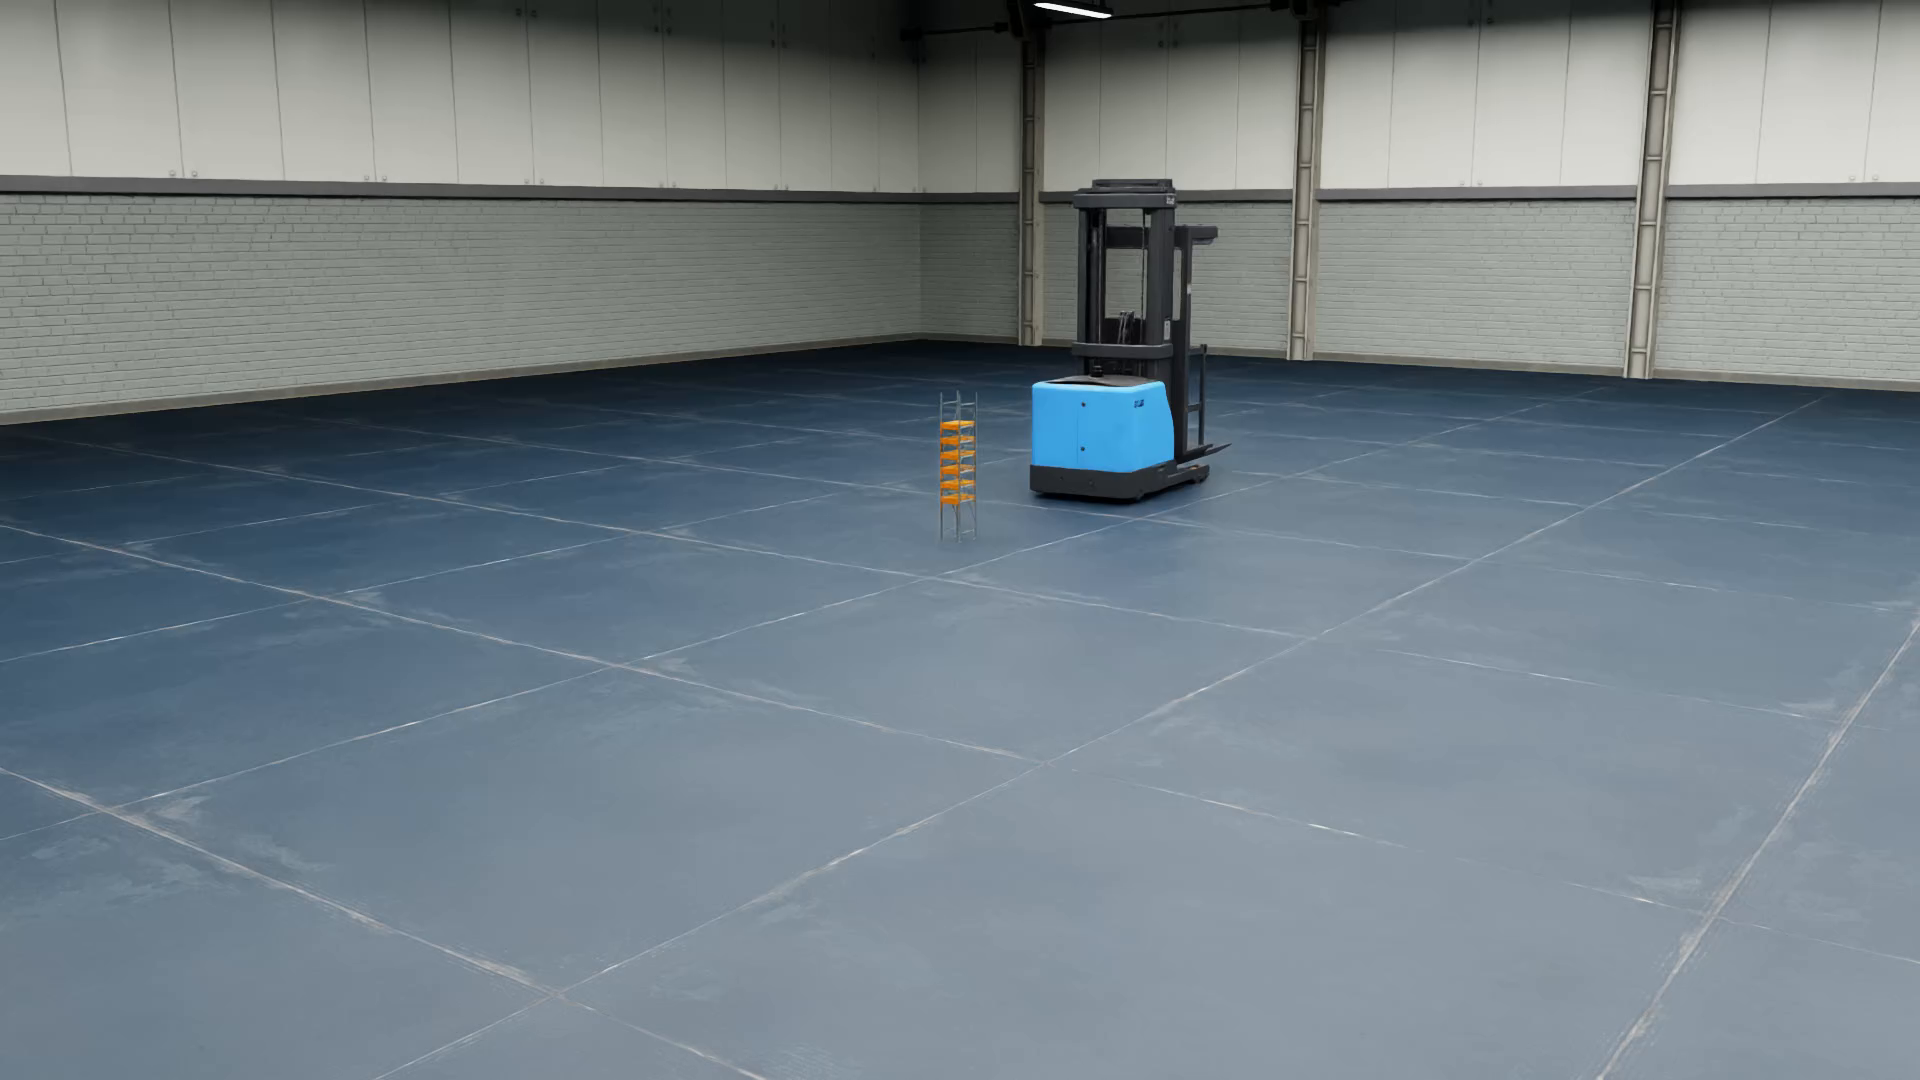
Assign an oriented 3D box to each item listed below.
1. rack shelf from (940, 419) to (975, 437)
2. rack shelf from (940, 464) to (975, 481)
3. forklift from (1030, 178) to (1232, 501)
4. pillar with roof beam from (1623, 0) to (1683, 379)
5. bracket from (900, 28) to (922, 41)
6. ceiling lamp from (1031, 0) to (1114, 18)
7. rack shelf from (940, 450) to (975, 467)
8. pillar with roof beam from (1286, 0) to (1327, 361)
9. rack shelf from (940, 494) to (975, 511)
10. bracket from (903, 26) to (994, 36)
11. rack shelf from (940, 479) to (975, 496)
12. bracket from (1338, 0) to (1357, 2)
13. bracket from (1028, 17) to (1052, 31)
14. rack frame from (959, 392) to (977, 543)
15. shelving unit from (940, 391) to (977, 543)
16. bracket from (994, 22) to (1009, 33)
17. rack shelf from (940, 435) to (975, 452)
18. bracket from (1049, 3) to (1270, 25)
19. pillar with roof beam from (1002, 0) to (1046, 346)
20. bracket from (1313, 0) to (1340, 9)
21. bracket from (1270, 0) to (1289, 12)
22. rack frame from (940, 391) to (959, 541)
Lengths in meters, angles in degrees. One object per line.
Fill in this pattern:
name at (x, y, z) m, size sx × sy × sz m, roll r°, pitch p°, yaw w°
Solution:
rack shelf at (-0.012, -0.901, 13.364) m, size 0.180 × 0.103 × 0.258 m, roll 8°, pitch 13°, yaw 36°
rack shelf at (-0.012, -0.547, 13.433) m, size 0.180 × 0.103 × 0.258 m, roll 8°, pitch 13°, yaw 36°
forklift at (1.834, -2.034, 16.327) m, size 1.130 × 2.935 × 3.031 m, roll 6°, pitch 13°, yaw 30°
pillar with roof beam at (8.575, -6.419, 23.017) m, size 0.400 × 9.000 × 9.100 m, roll 8°, pitch 13°, yaw 36°
bracket at (-1.004, -10.453, 34.393) m, size 0.430 × 0.232 × 0.235 m, roll 8°, pitch 13°, yaw 36°
ceiling lamp at (1.629, -10.099, 26.672) m, size 0.800 × 3.185 × 2.000 m, roll 8°, pitch 13°, yaw 36°
rack shelf at (-0.012, -0.665, 13.410) m, size 0.180 × 0.103 × 0.258 m, roll 8°, pitch 13°, yaw 36°
pillar with roof beam at (3.739, -7.093, 26.504) m, size 0.548 × 9.000 × 9.100 m, roll 8°, pitch 13°, yaw 36°
rack shelf at (-0.012, -0.311, 13.478) m, size 0.180 × 0.103 × 0.258 m, roll 8°, pitch 13°, yaw 36°
bracket at (-0.528, -10.387, 34.050) m, size 3.189 × 0.066 × 0.076 m, roll 8°, pitch 13°, yaw 36°
rack shelf at (-0.012, -0.429, 13.455) m, size 0.180 × 0.103 × 0.258 m, roll 8°, pitch 13°, yaw 36°
bracket at (8.488, -9.129, 27.549) m, size 4.783 × 0.066 × 0.076 m, roll 8°, pitch 13°, yaw 36°
bracket at (1.575, -10.093, 32.533) m, size 0.430 × 0.232 × 0.235 m, roll 8°, pitch 13°, yaw 36°
rack frame at (0.062, -0.580, 13.371) m, size 0.006 × 1.200 × 0.240 m, roll 8°, pitch 13°, yaw 36°
shelving unit at (-0.012, -0.591, 13.424) m, size 0.189 × 1.200 × 0.258 m, roll 8°, pitch 13°, yaw 36°
bracket at (0.906, -10.187, 33.016) m, size 0.430 × 0.232 × 0.235 m, roll 8°, pitch 13°, yaw 36°
rack shelf at (-0.012, -0.783, 13.387) m, size 0.180 × 0.103 × 0.258 m, roll 8°, pitch 13°, yaw 36°
bracket at (3.652, -9.804, 31.036) m, size 4.783 × 0.066 × 0.076 m, roll 8°, pitch 13°, yaw 36°
pillar with roof beam at (-1.097, -7.768, 29.991) m, size 0.548 × 9.000 × 9.100 m, roll 8°, pitch 13°, yaw 36°
bracket at (6.412, -9.419, 29.047) m, size 0.430 × 0.232 × 0.235 m, roll 8°, pitch 13°, yaw 36°
bracket at (5.742, -9.512, 29.529) m, size 0.430 × 0.232 × 0.235 m, roll 8°, pitch 13°, yaw 36°
rack frame at (-0.085, -0.601, 13.477) m, size 0.006 × 1.200 × 0.240 m, roll 8°, pitch 13°, yaw 36°
